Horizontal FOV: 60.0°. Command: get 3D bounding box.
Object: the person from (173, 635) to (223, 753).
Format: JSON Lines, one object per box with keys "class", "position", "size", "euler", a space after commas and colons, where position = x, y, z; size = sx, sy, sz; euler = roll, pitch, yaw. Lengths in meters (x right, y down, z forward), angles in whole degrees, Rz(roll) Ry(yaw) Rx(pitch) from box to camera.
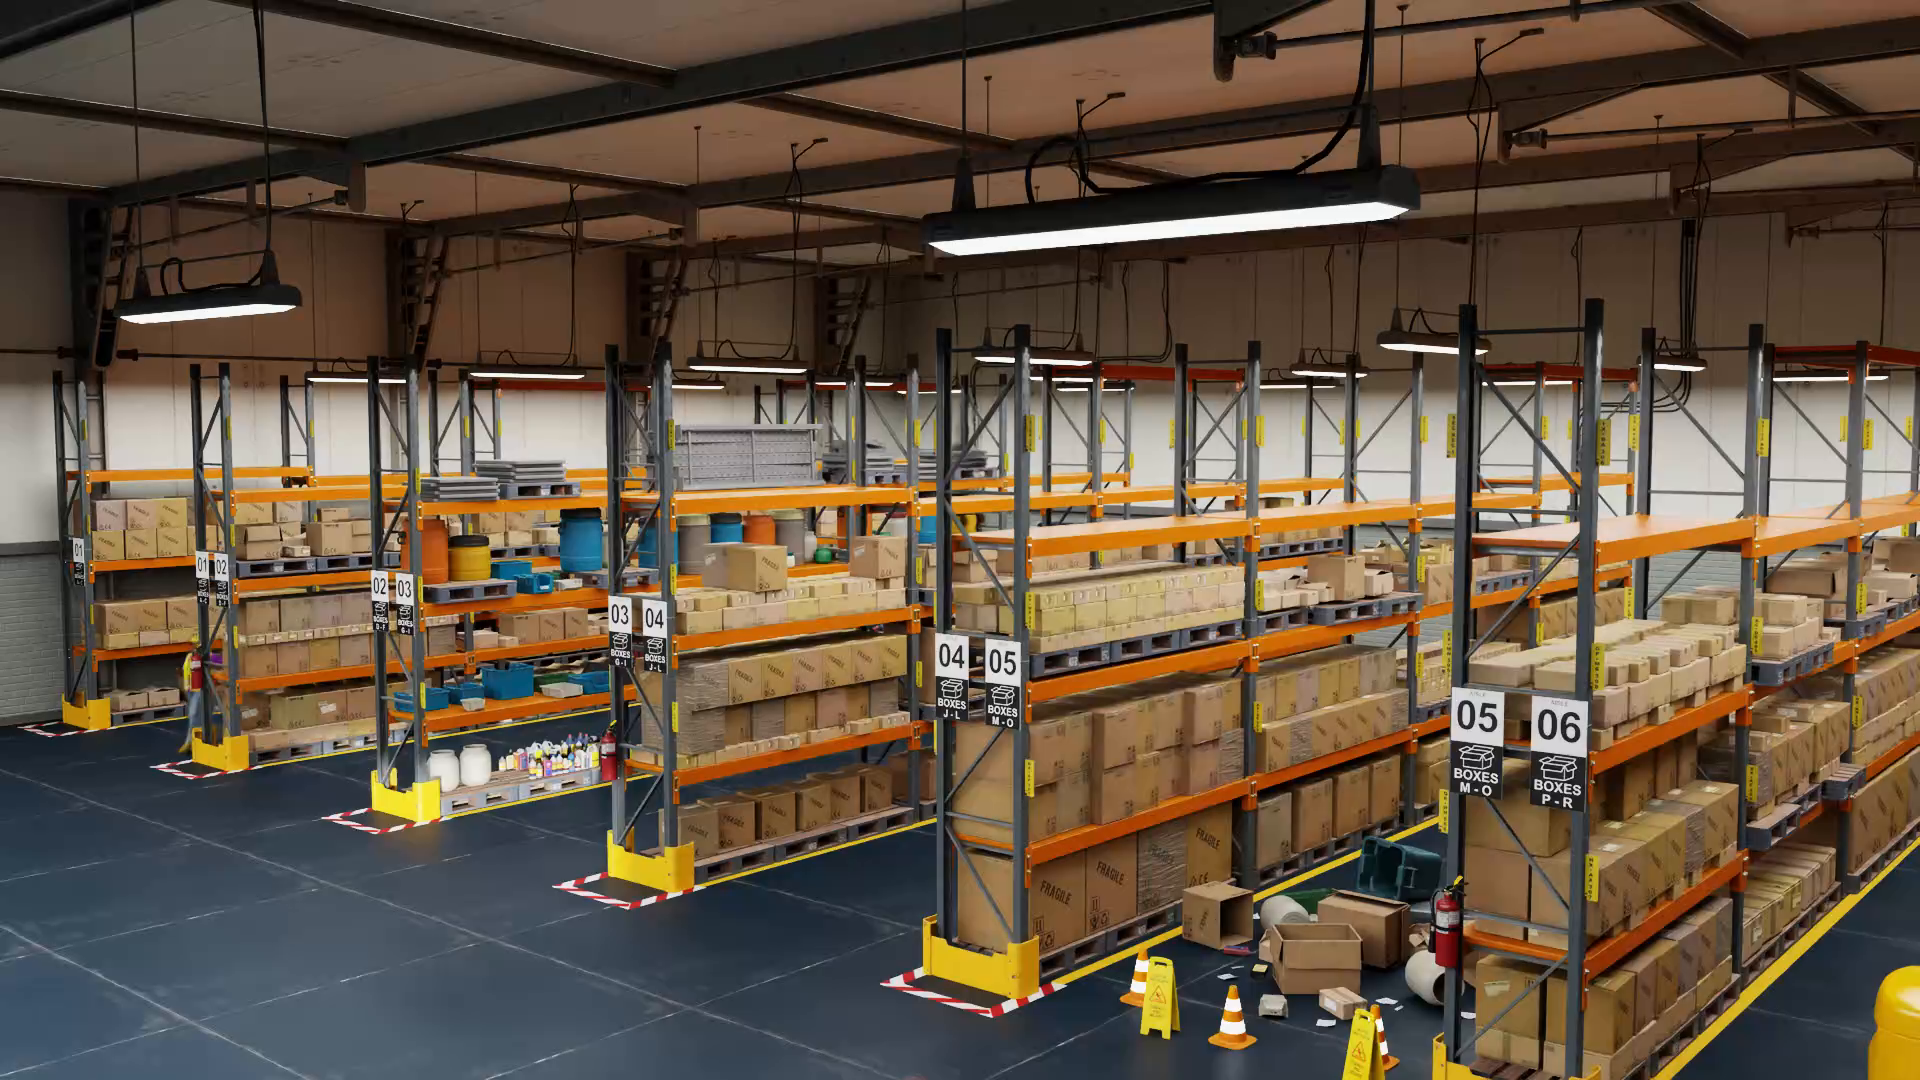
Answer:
{"class": "person", "position": [-11.953, 2.372, 26.059], "size": [0.695, 1.779, 0.894], "euler": [2, 5, 25]}
